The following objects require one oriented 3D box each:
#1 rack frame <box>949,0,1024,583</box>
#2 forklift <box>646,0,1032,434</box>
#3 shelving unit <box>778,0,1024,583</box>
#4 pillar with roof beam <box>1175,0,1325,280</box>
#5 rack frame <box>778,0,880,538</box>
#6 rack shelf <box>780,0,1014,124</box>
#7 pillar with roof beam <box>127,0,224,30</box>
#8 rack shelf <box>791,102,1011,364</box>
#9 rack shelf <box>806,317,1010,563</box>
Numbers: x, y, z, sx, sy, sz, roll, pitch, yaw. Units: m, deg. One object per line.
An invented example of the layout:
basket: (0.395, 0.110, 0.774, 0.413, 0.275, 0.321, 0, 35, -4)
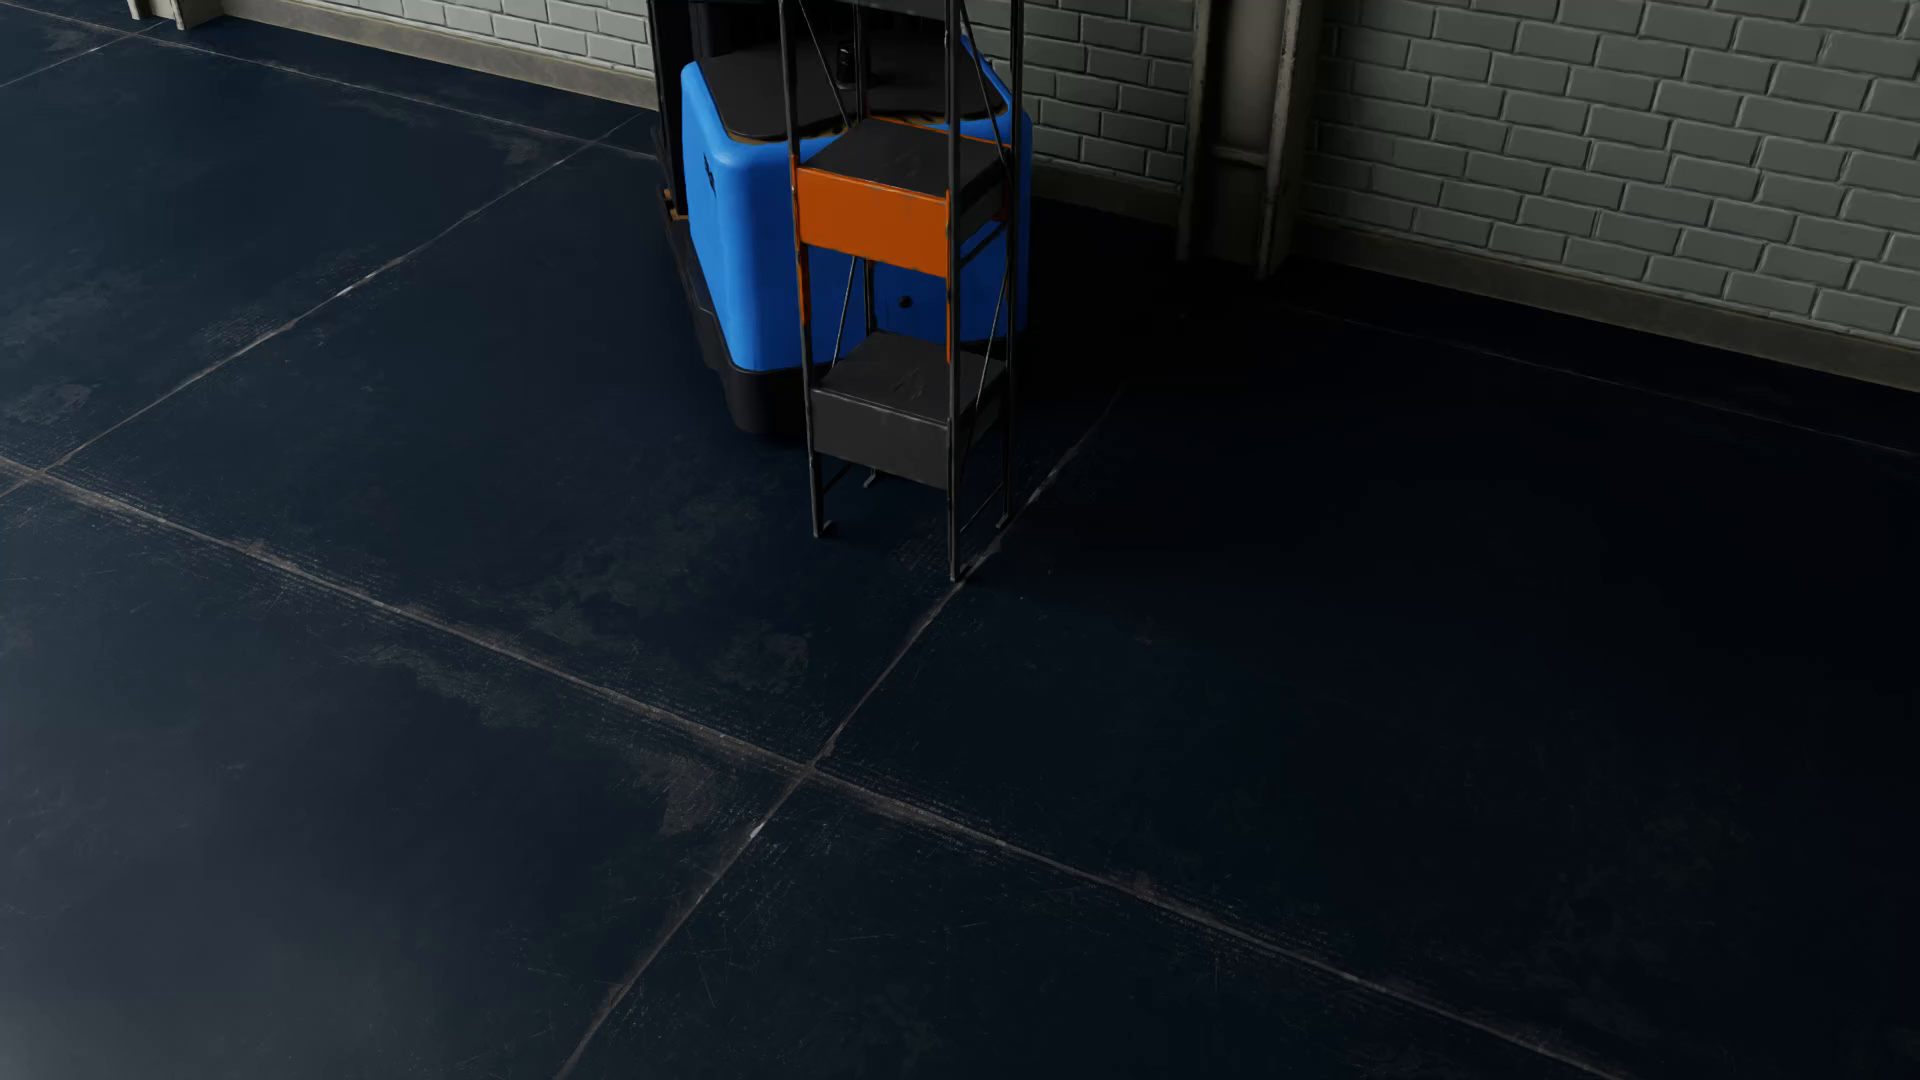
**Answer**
rack frame: (0.070, -0.815, 4.586, 0.015, 2.100, 0.400, 17, 41, 21)
forklift: (-0.642, -2.417, 6.010, 1.130, 2.935, 3.031, -10, 38, -12)
shelving unit: (-0.147, -0.882, 4.676, 0.503, 2.100, 0.431, 17, 41, 21)
pillar with roof beam: (-0.863, -2.442, 1.024, 0.400, 9.000, 9.100, 17, 41, 21)
rack frame: (-0.364, -0.950, 4.765, 0.015, 2.100, 0.400, 17, 41, 21)
rack shelf: (-0.147, -1.429, 4.261, 0.480, 0.518, 0.431, 17, 41, 21)
pillar with roof beam: (-6.191, -4.110, 3.222, 0.400, 9.000, 9.100, 17, 41, 21)
rack shelf: (-0.147, -0.872, 4.684, 0.480, 0.518, 0.431, 17, 41, 21)
rack shelf: (-0.147, -0.314, 5.107, 0.480, 0.518, 0.431, 17, 41, 21)
